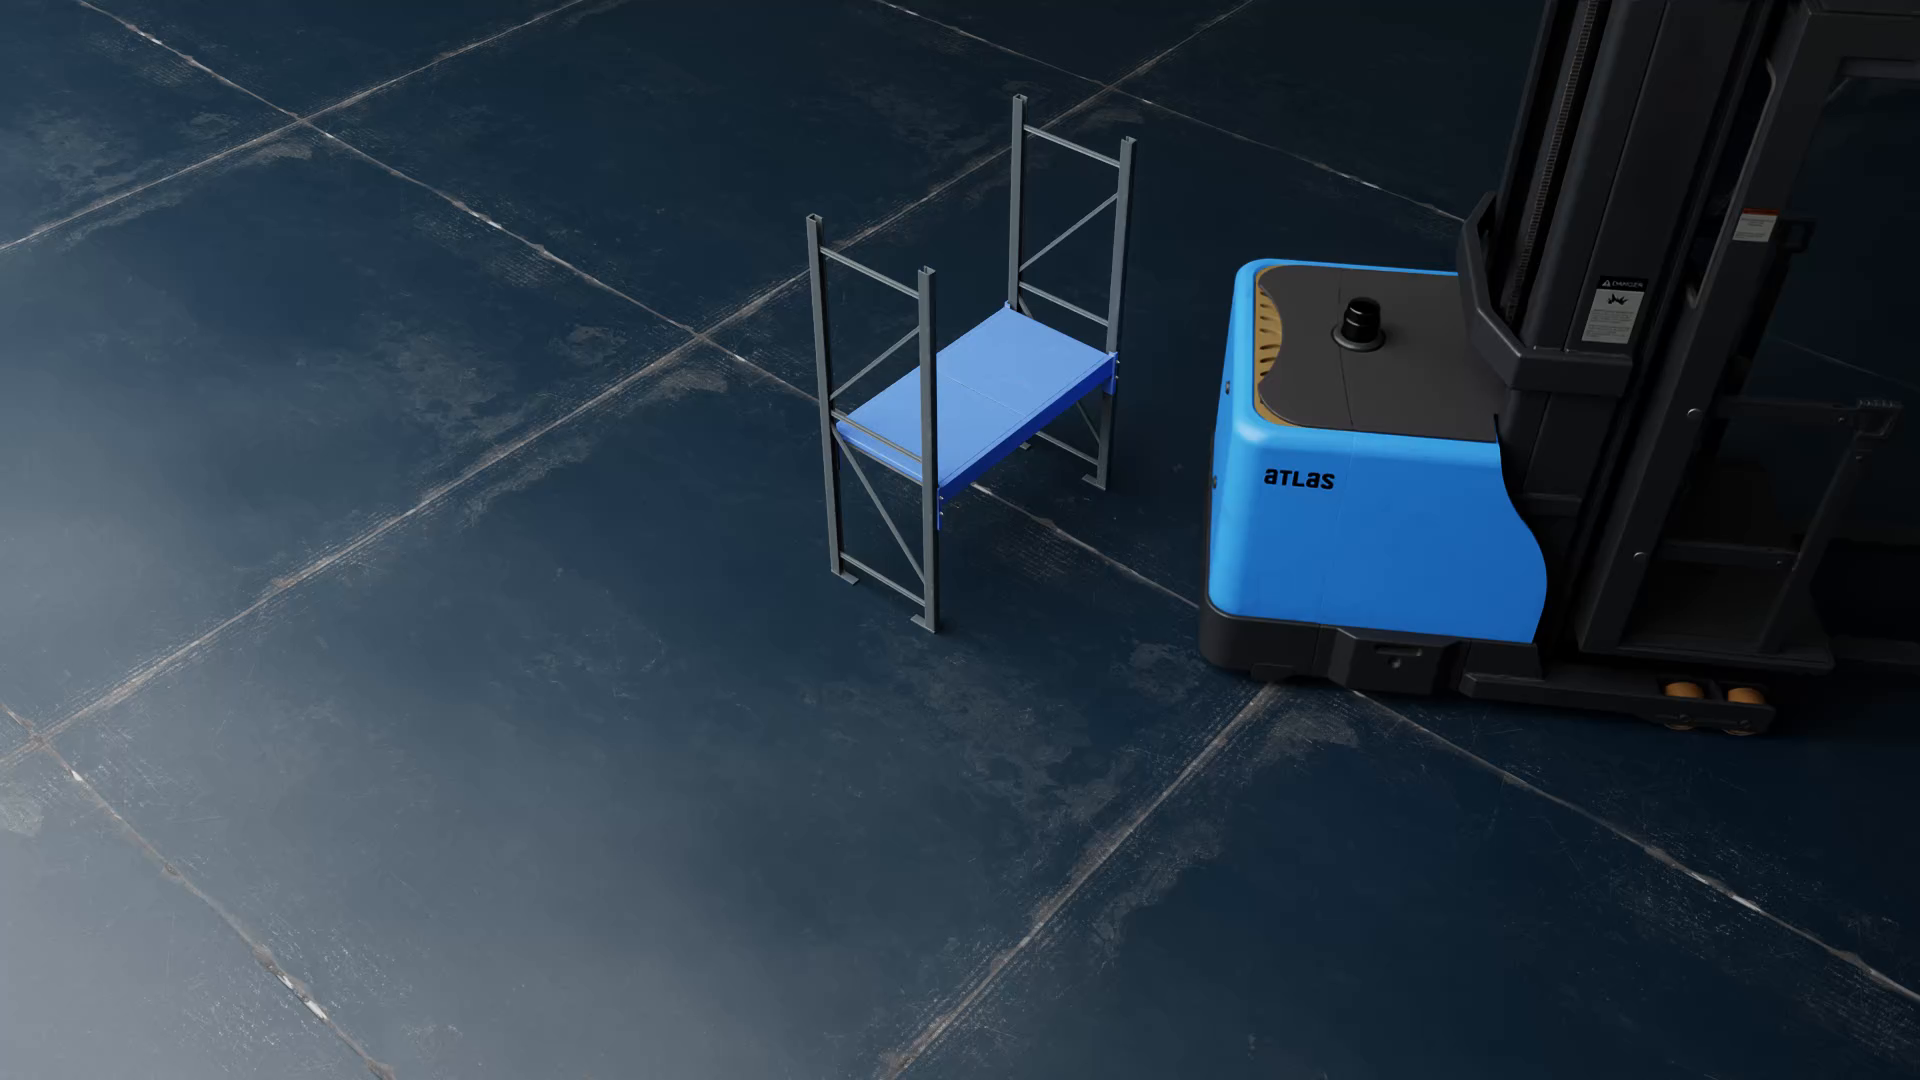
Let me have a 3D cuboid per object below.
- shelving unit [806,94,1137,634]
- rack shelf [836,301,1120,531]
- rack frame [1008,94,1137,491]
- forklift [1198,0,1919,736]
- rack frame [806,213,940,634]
[{"bbox_3d":[0.055,-0.599,5.794,0.538,1.500,1.048,29,50,28],"label":"shelving unit"},{"bbox_3d":[0.055,-0.466,5.915,0.538,0.185,1.000,29,50,28],"label":"rack shelf"},{"bbox_3d":[0.382,-0.861,6.082,0.500,1.500,0.032,29,50,28],"label":"rack frame"},{"bbox_3d":[2.381,-0.817,4.969,3.031,2.935,1.130,5,43,6],"label":"forklift"},{"bbox_3d":[-0.272,-0.337,5.506,0.500,1.500,0.032,29,50,28],"label":"rack frame"}]
